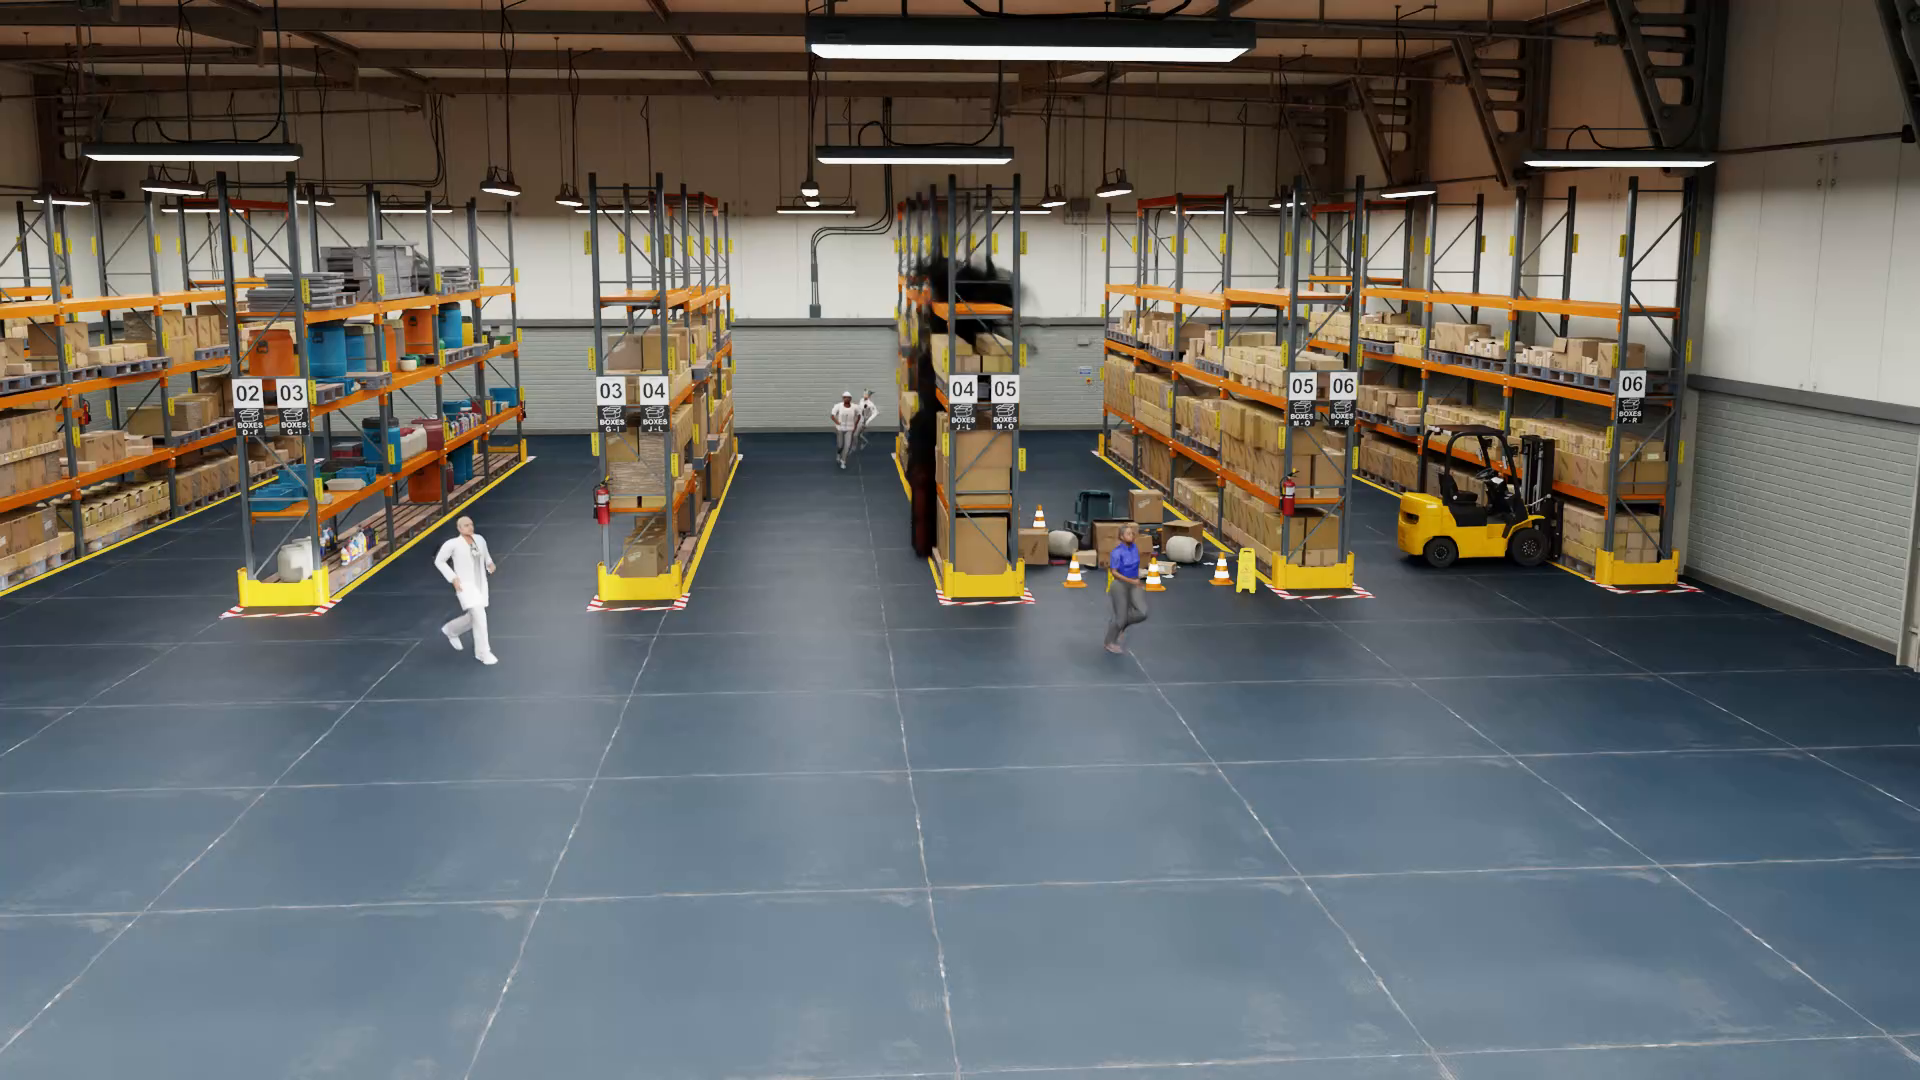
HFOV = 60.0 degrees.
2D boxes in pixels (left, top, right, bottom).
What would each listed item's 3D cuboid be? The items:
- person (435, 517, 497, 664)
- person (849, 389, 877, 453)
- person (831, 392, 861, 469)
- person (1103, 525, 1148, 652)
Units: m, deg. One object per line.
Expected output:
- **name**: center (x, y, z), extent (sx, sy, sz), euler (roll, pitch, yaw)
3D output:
- **person**: center (-6.005, 0.588, 20.316), extent (0.928, 1.784, 0.699), euler (6, 12, 32)
- **person**: center (-2.314, -2.915, 40.608), extent (0.788, 1.590, 0.702), euler (8, 13, 37)
- **person**: center (-2.613, -2.530, 38.083), extent (0.698, 1.751, 0.778), euler (-1, 10, -6)
- **person**: center (2.097, 0.650, 20.652), extent (0.607, 1.527, 0.669), euler (-8, 13, -40)
